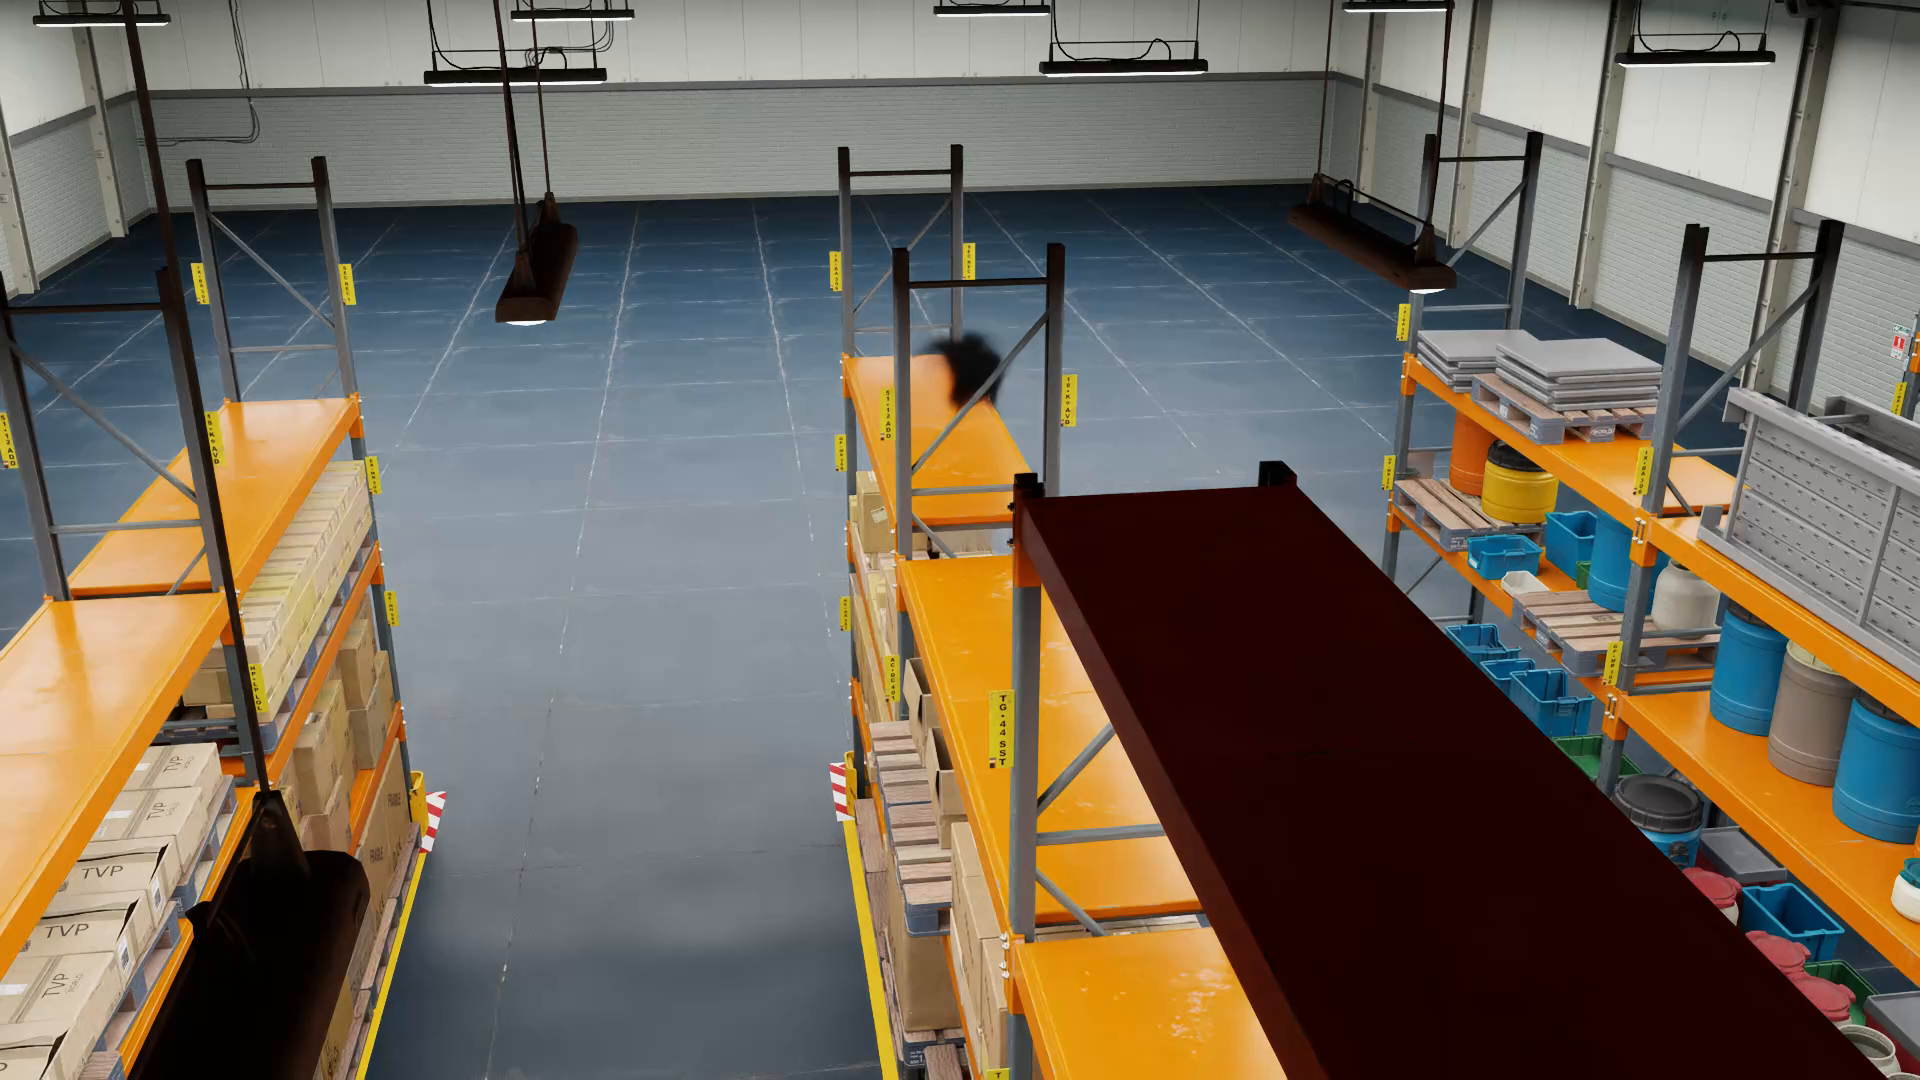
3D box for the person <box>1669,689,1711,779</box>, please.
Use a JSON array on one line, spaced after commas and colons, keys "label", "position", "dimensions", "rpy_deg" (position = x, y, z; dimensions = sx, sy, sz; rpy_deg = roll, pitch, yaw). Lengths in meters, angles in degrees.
[{"label": "person", "position": [6.950, 1.653, 15.436], "dimensions": [0.623, 1.609, 0.963], "rpy_deg": [-16, 27, -35]}]
